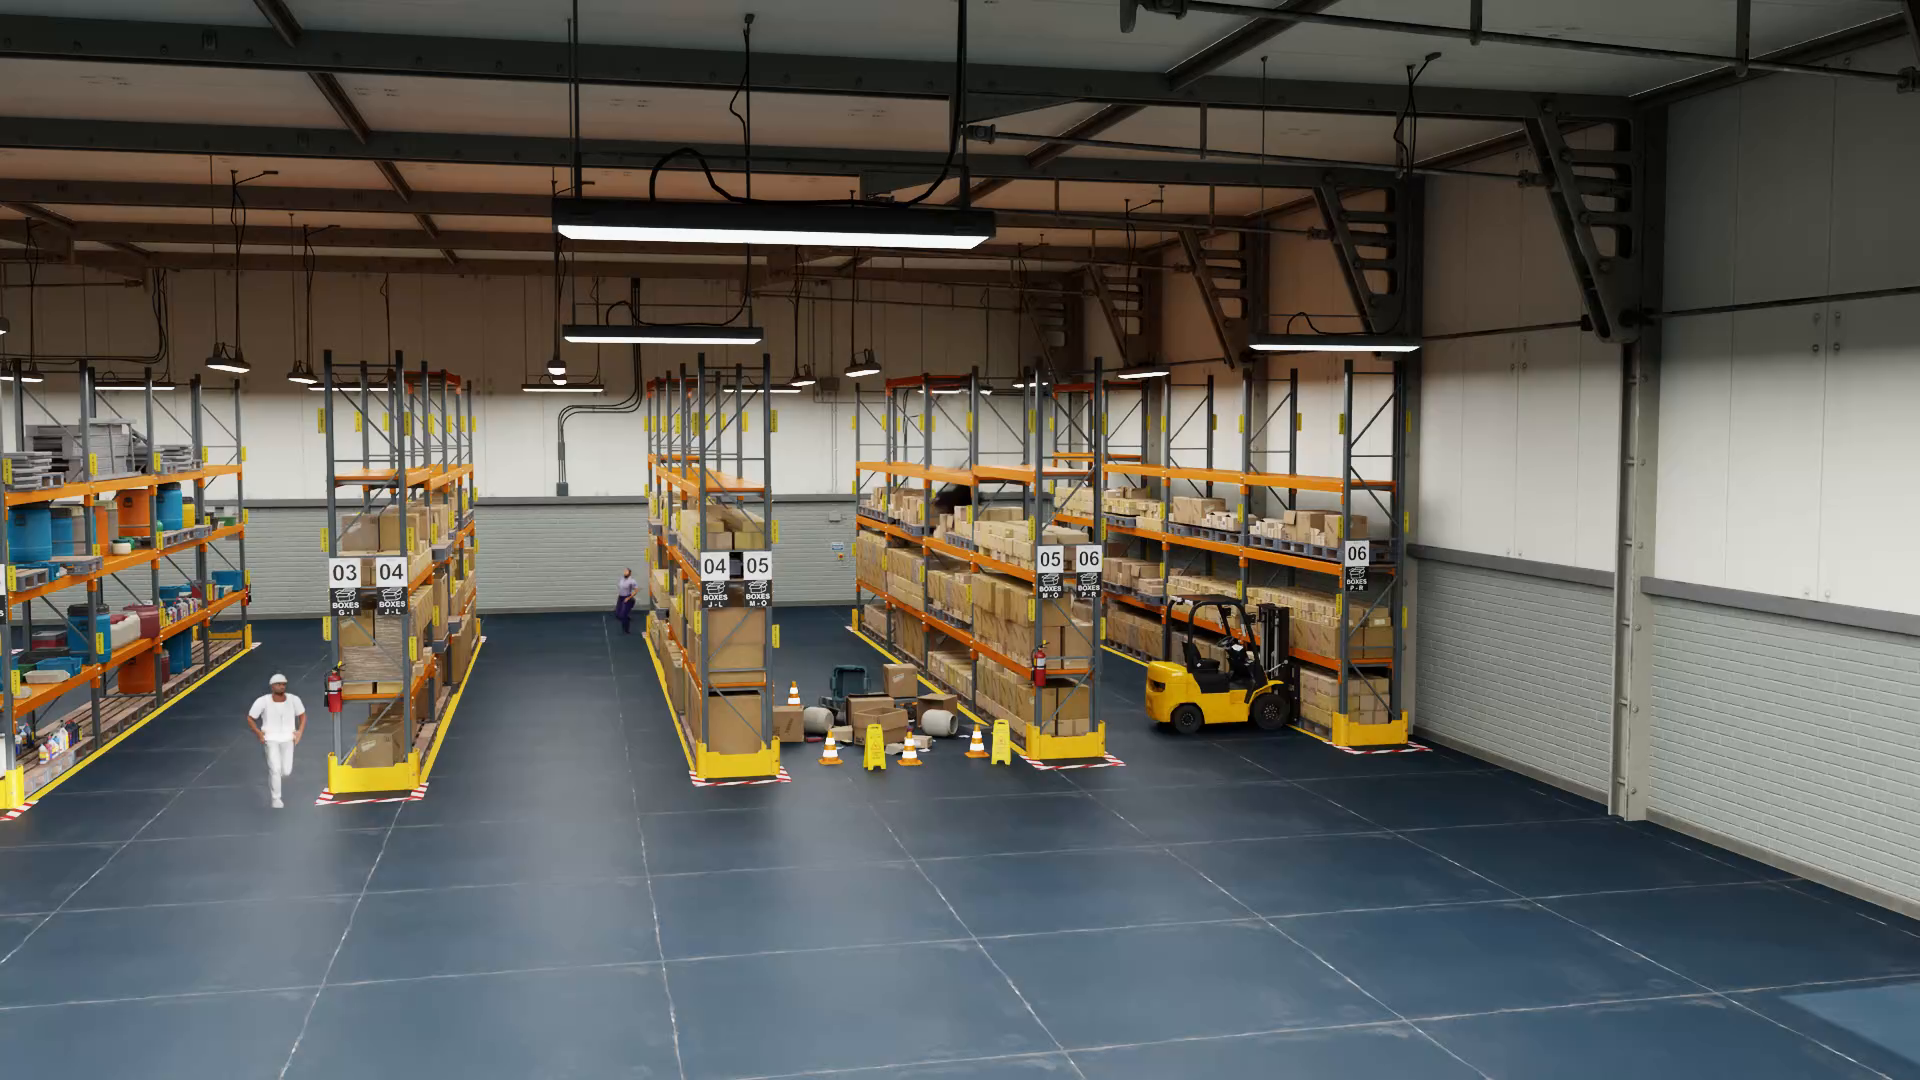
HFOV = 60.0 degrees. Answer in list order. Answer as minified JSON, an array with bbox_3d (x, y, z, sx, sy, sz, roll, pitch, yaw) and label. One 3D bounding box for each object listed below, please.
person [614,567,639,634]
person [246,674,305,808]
[{"bbox_3d":[-7.933,1.472,39.795,0.628,1.641,0.555,2,5,29],"label":"person"},{"bbox_3d":[-9.019,2.632,21.983,0.746,1.743,0.645,-3,5,-37],"label":"person"}]
